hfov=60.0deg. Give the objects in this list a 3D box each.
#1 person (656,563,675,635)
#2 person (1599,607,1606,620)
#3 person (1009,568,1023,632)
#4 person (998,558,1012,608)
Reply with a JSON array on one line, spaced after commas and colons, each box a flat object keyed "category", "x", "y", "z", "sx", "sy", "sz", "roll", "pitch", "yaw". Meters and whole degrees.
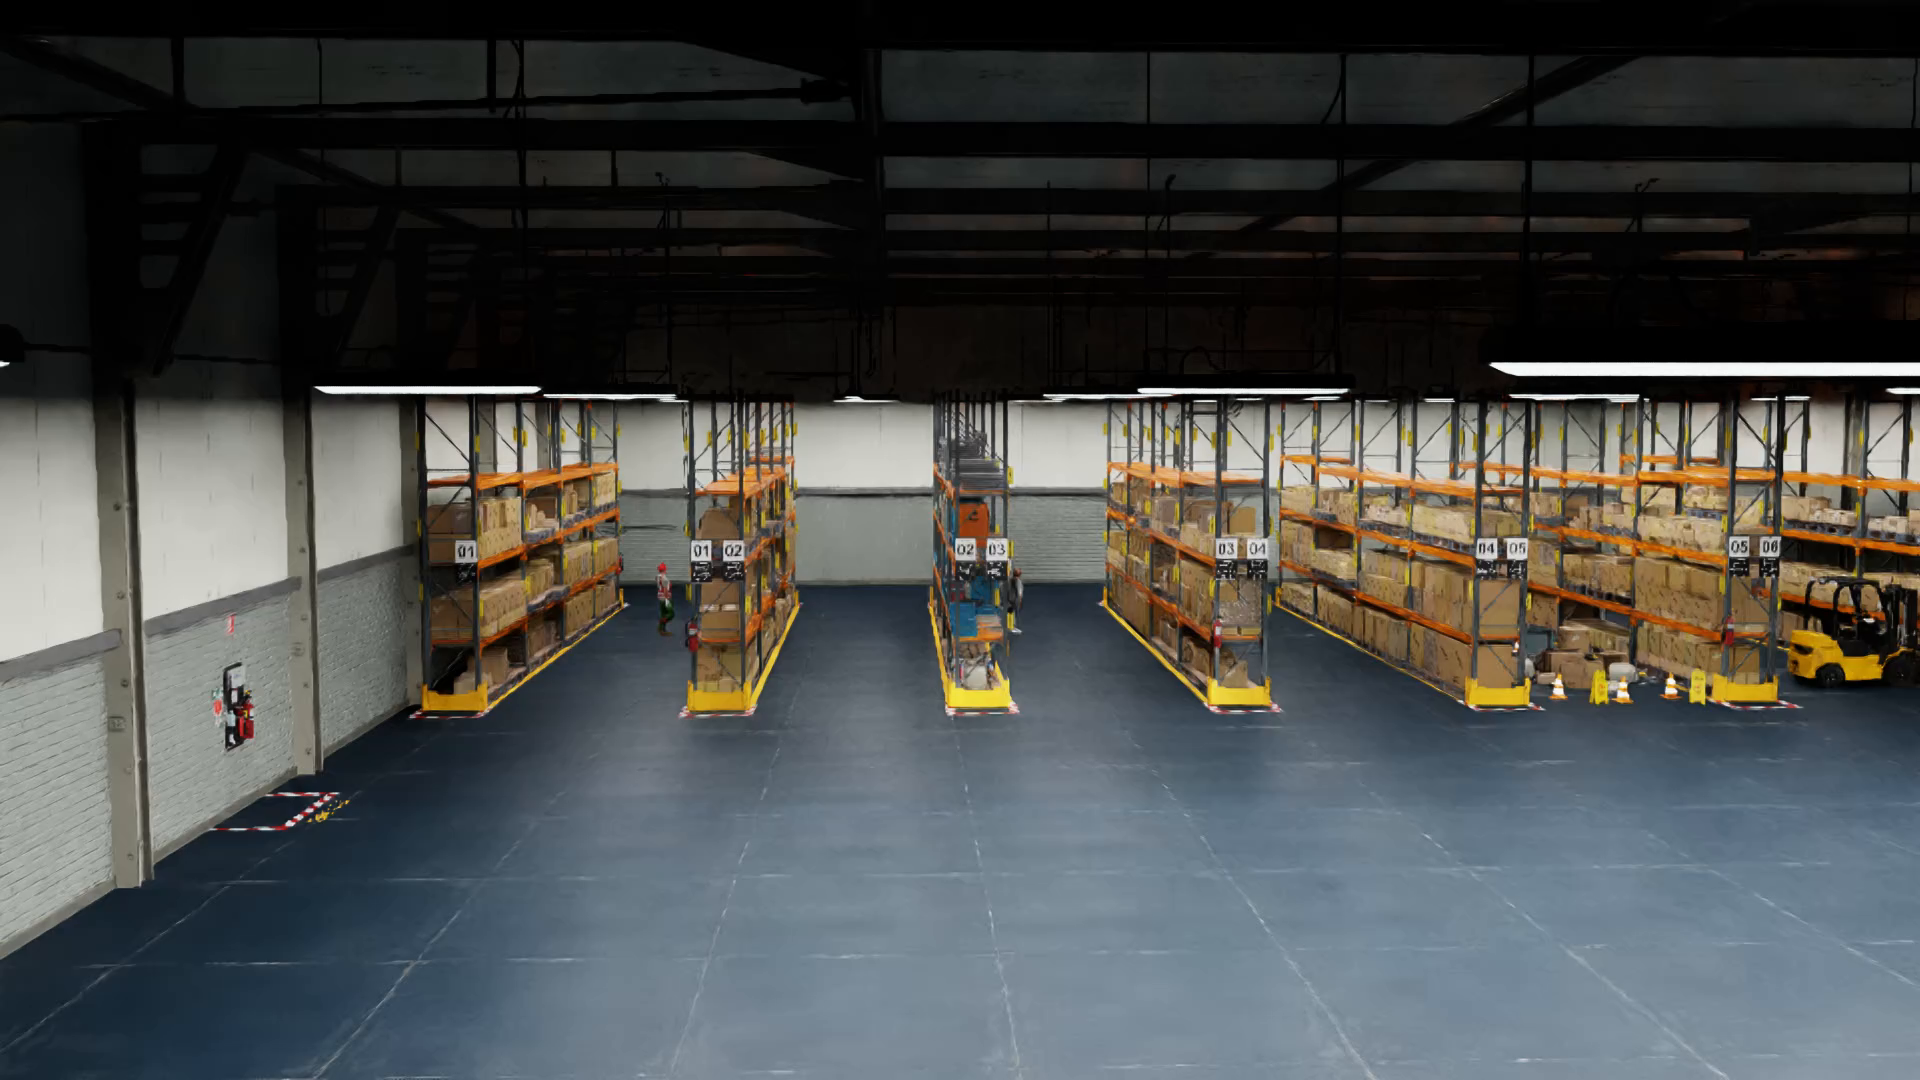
[{"category": "person", "x": -7.345, "y": 1.470, "z": 41.199, "sx": 0.443, "sy": 1.786, "sz": 0.594, "roll": -3, "pitch": 5, "yaw": -29}, {"category": "person", "x": 16.443, "y": 1.402, "z": 42.702, "sx": 0.449, "sy": 1.671, "sz": 0.534, "roll": -3, "pitch": 6, "yaw": -34}, {"category": "person", "x": 1.419, "y": 1.502, "z": 41.779, "sx": 0.349, "sy": 1.598, "sz": 0.529, "roll": -2, "pitch": 5, "yaw": -21}, {"category": "person", "x": 1.260, "y": 1.024, "z": 46.664, "sx": 0.510, "sy": 1.785, "sz": 0.661, "roll": 1, "pitch": 5, "yaw": 7}]
